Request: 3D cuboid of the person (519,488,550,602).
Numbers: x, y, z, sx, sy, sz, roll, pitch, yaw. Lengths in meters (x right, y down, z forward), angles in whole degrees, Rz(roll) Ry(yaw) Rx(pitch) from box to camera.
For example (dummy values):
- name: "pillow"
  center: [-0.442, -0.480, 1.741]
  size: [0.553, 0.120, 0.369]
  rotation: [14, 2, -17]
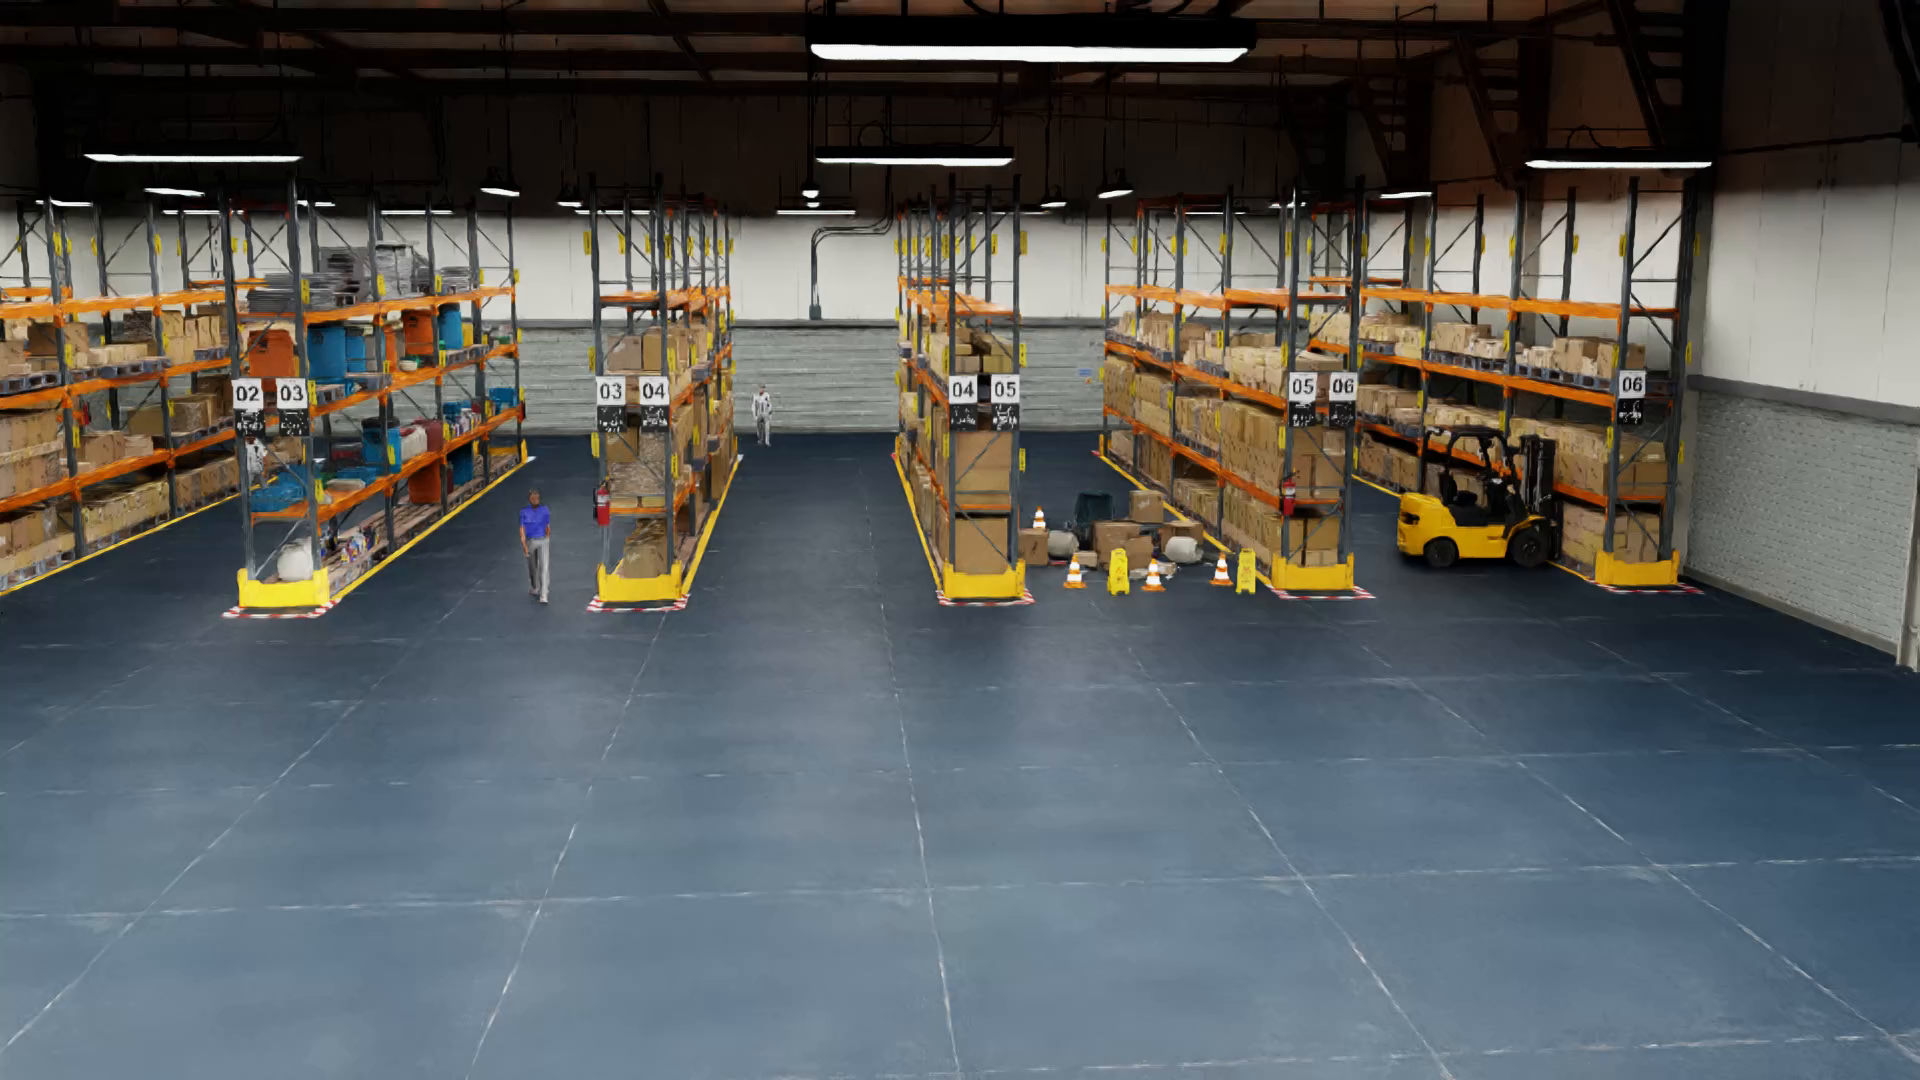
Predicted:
- name: "person"
  center: [-6.047, 0.059, 23.691]
  size: [0.429, 1.581, 0.993]
  rotation: [-2, 10, -9]

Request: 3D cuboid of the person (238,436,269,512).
- name: "person"
  center: [-13.461, -1.358, 31.755]
  size: [0.481, 1.583, 1.074]
  rotation: [-1, 10, -7]

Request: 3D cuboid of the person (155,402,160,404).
- name: "person"
  center: [-17.602, -2.238, 36.673]
  size: [0.351, 1.600, 0.522]
  rotation: [-5, 11, -27]

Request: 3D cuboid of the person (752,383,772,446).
- name: "person"
  center: [-5.001, -3.186, 42.014]
  size: [0.498, 1.585, 1.075]
  rotation: [-1, 10, -7]
